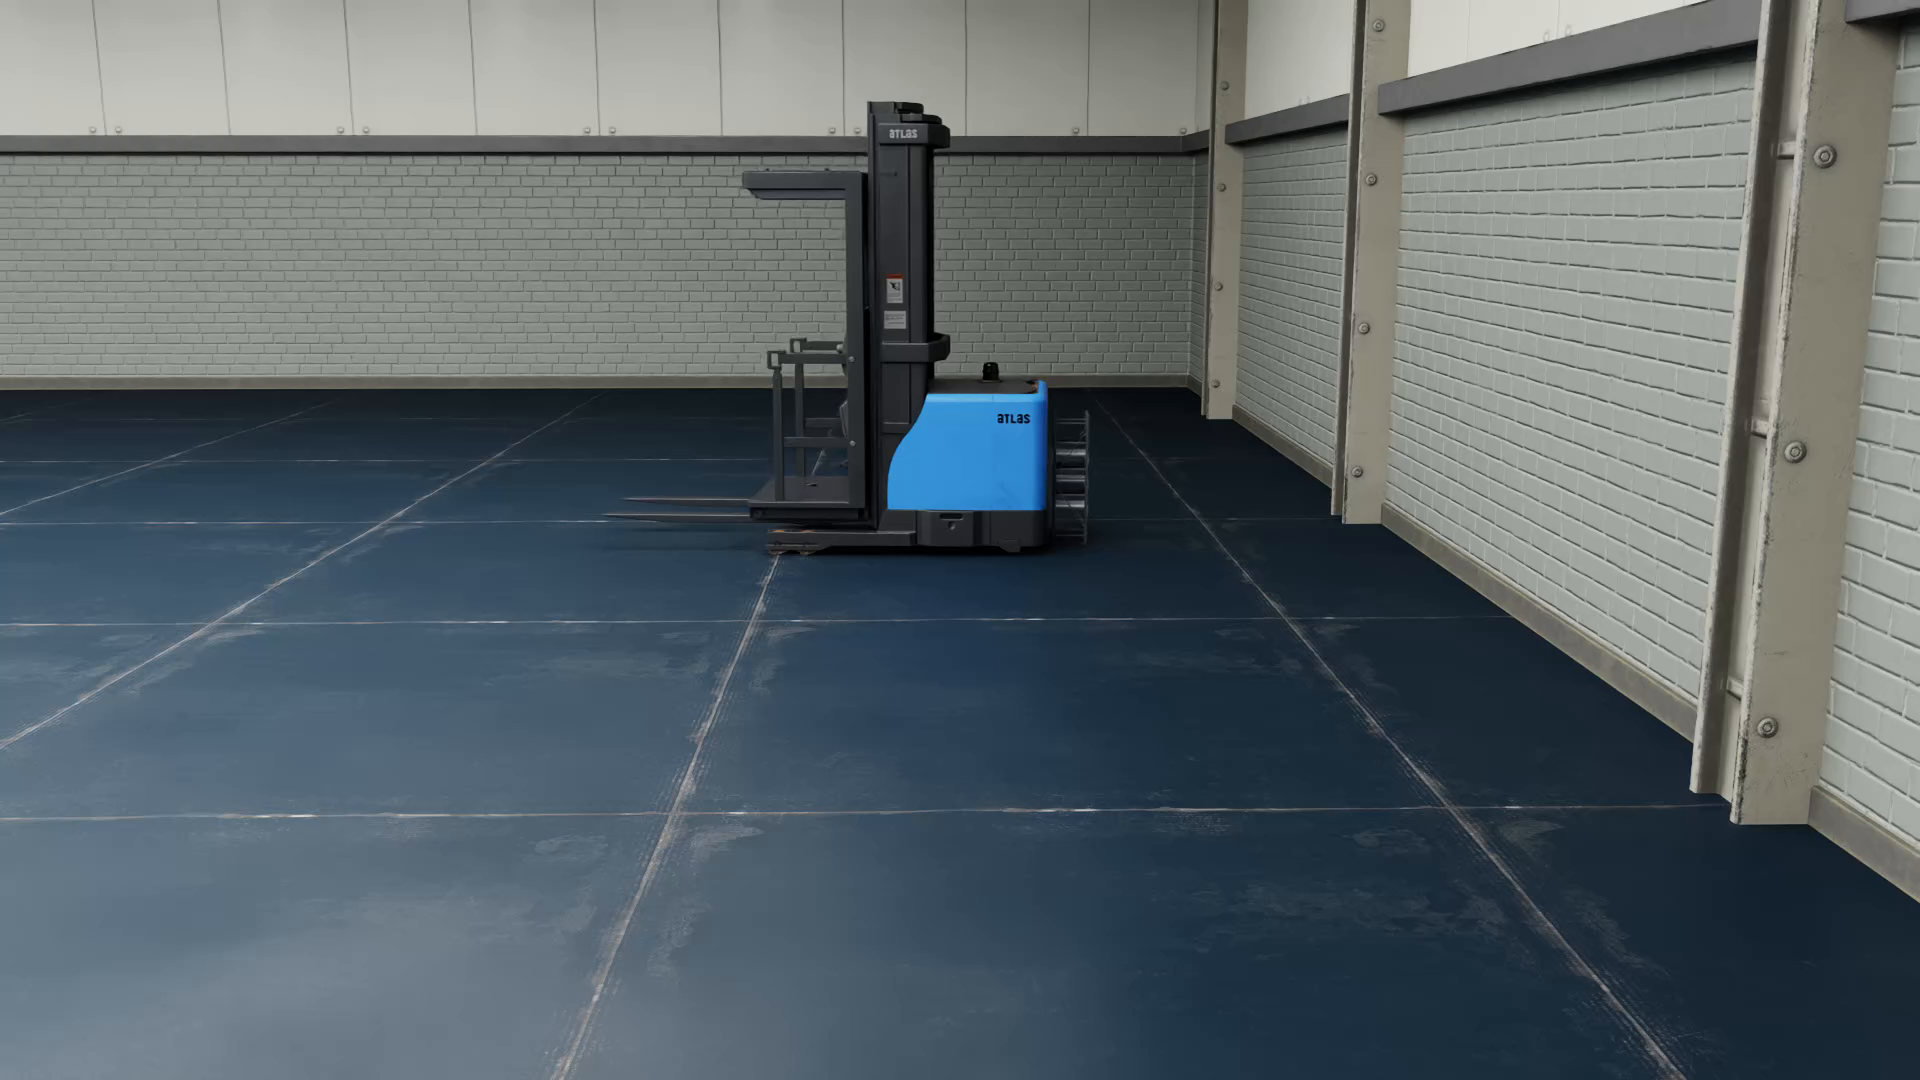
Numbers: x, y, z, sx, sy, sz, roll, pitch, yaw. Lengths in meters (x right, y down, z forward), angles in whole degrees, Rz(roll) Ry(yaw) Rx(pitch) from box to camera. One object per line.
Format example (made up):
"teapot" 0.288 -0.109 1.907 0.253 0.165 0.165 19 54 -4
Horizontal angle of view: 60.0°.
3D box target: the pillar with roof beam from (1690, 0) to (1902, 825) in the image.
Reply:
"pillar with roof beam" -1.227 -3.360 5.487 9.100 9.000 0.400 0 11 -1

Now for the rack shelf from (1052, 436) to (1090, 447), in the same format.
"rack shelf" 0.758 -0.665 11.381 0.258 0.077 0.200 1 11 3

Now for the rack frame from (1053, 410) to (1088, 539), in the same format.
"rack frame" 0.762 -0.453 11.528 0.240 0.900 0.006 1 11 3

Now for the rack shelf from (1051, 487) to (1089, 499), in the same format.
"rack shelf" 0.757 -0.312 11.453 0.258 0.077 0.200 1 11 3

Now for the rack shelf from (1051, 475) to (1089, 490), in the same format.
"rack shelf" 0.757 -0.400 11.435 0.258 0.077 0.200 1 11 3

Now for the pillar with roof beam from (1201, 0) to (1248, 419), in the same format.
"pillar with roof beam" -1.475 -5.745 17.244 9.100 9.000 0.400 0 11 -1

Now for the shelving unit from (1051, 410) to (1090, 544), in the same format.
"shelving unit" 0.757 -0.433 11.428 0.258 0.900 0.210 1 11 3

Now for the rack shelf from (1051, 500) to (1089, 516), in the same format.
"rack shelf" 0.756 -0.224 11.471 0.258 0.077 0.200 1 11 3

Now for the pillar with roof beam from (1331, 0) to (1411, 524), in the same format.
"pillar with roof beam" -1.351 -4.552 11.366 9.100 9.000 0.400 0 11 -1

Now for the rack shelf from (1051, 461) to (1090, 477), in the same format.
"rack shelf" 0.757 -0.489 11.417 0.258 0.077 0.200 1 11 3

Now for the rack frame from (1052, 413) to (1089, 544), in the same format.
"rack frame" 0.752 -0.413 11.329 0.240 0.900 0.006 1 11 3

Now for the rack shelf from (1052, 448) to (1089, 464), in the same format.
"rack shelf" 0.758 -0.577 11.399 0.258 0.077 0.200 1 11 3

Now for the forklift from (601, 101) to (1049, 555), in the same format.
"forklift" -0.906 -1.440 11.284 3.031 2.935 1.130 1 11 3
